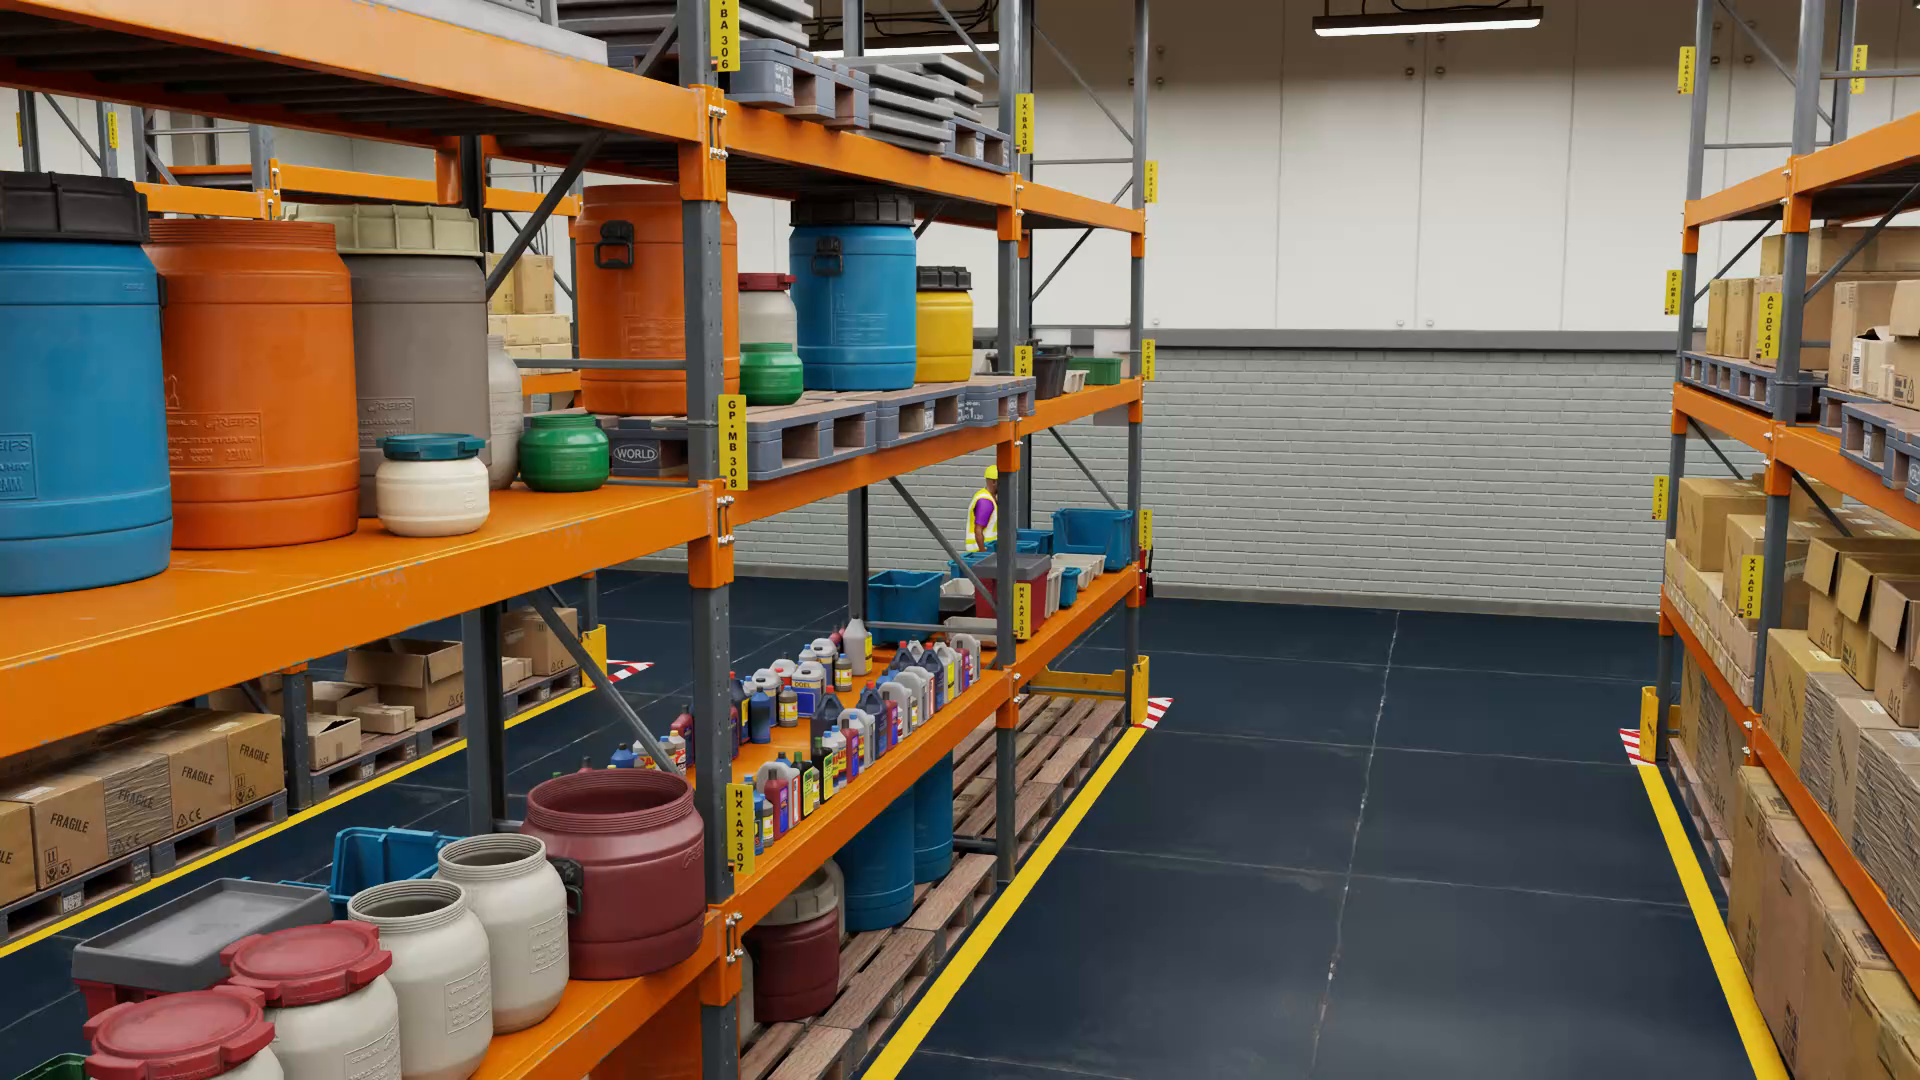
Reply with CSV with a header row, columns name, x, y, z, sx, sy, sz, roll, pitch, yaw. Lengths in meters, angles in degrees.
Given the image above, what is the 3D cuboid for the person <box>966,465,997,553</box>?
name,x,y,z,sx,sy,sz,roll,pitch,yaw
person,0.298,0.113,16.999,0.461,1.759,0.632,2,8,13
